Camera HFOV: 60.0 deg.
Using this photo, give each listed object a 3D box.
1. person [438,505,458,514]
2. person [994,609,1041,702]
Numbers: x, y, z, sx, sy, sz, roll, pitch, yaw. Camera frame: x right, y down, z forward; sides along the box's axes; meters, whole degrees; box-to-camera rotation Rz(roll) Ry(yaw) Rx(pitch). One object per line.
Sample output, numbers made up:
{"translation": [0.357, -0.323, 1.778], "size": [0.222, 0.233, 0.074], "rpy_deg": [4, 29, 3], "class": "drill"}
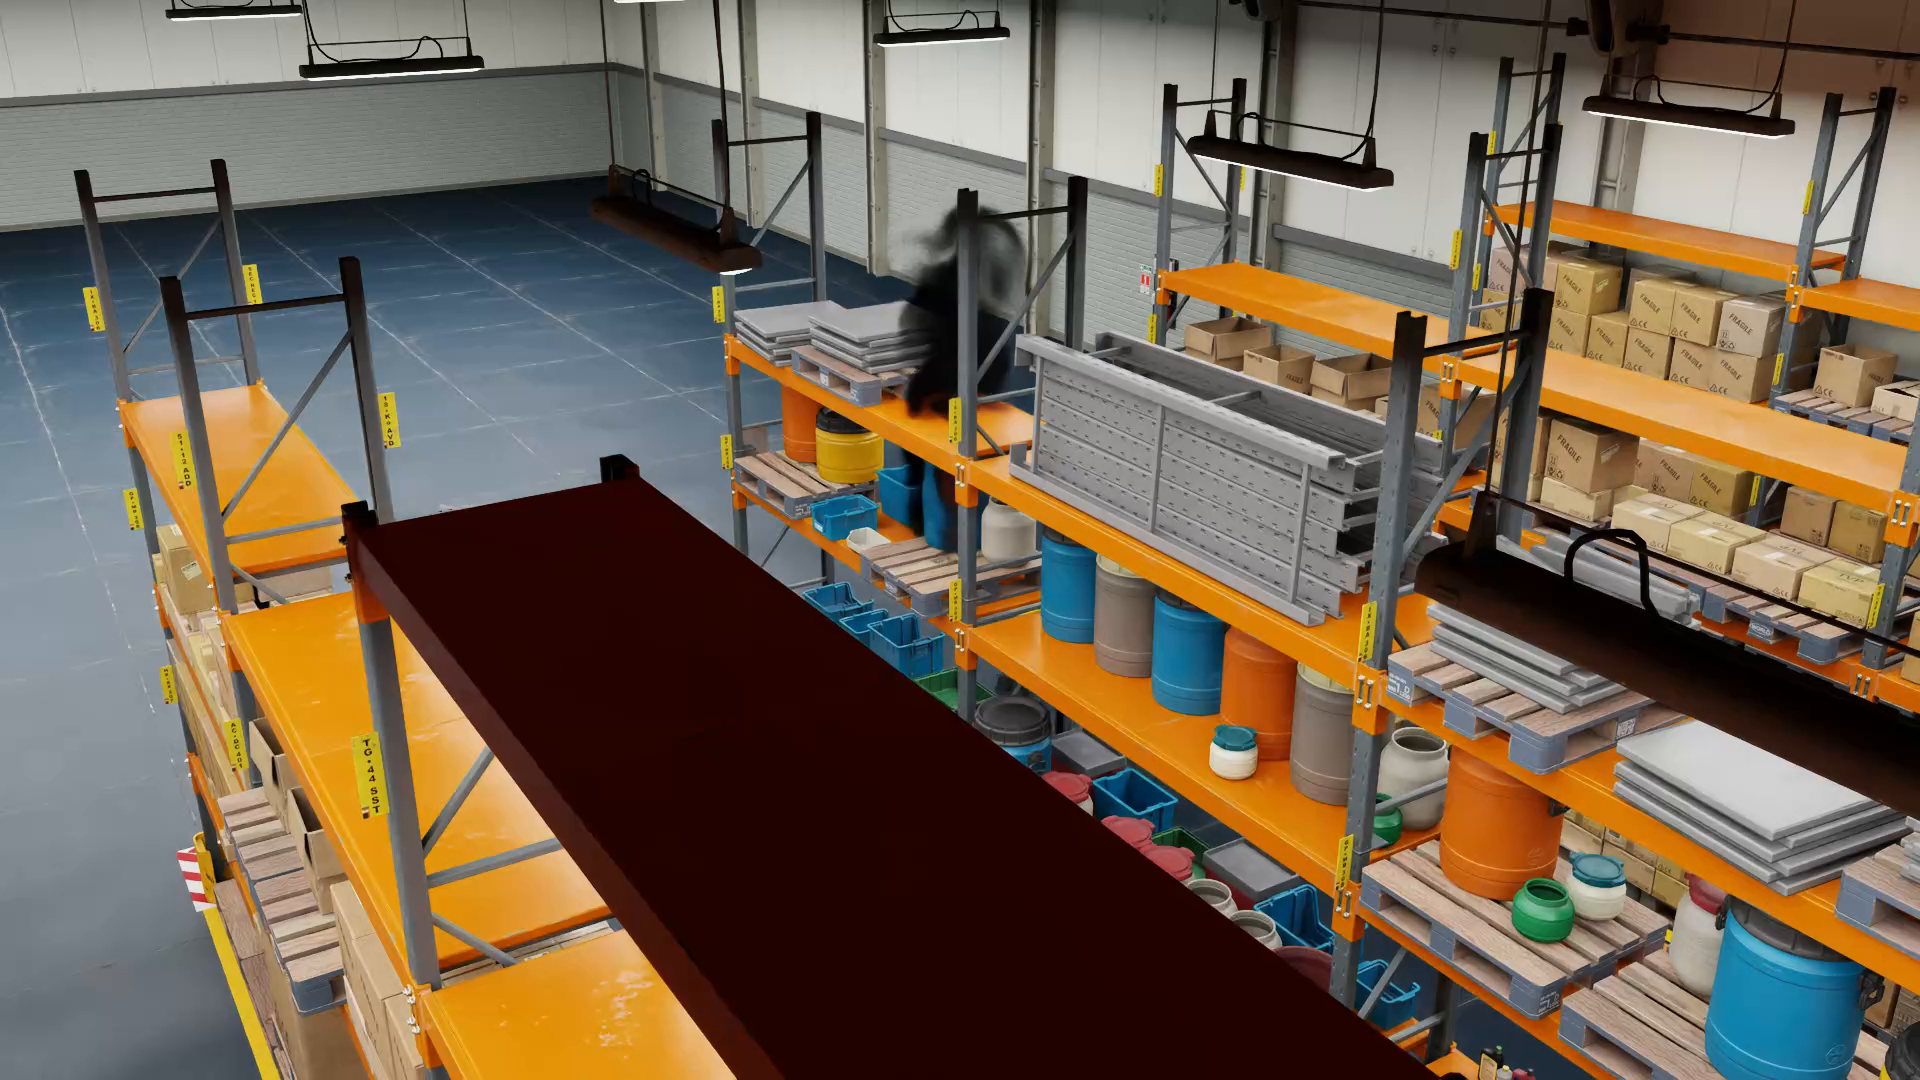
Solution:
{"translation": [-5.551, 0.398, 18.182], "size": [0.633, 1.646, 0.592], "rpy_deg": [-3, 22, -6], "class": "person"}
{"translation": [0.598, 1.178, 16.113], "size": [0.699, 1.716, 0.682], "rpy_deg": [19, 29, 40], "class": "person"}
